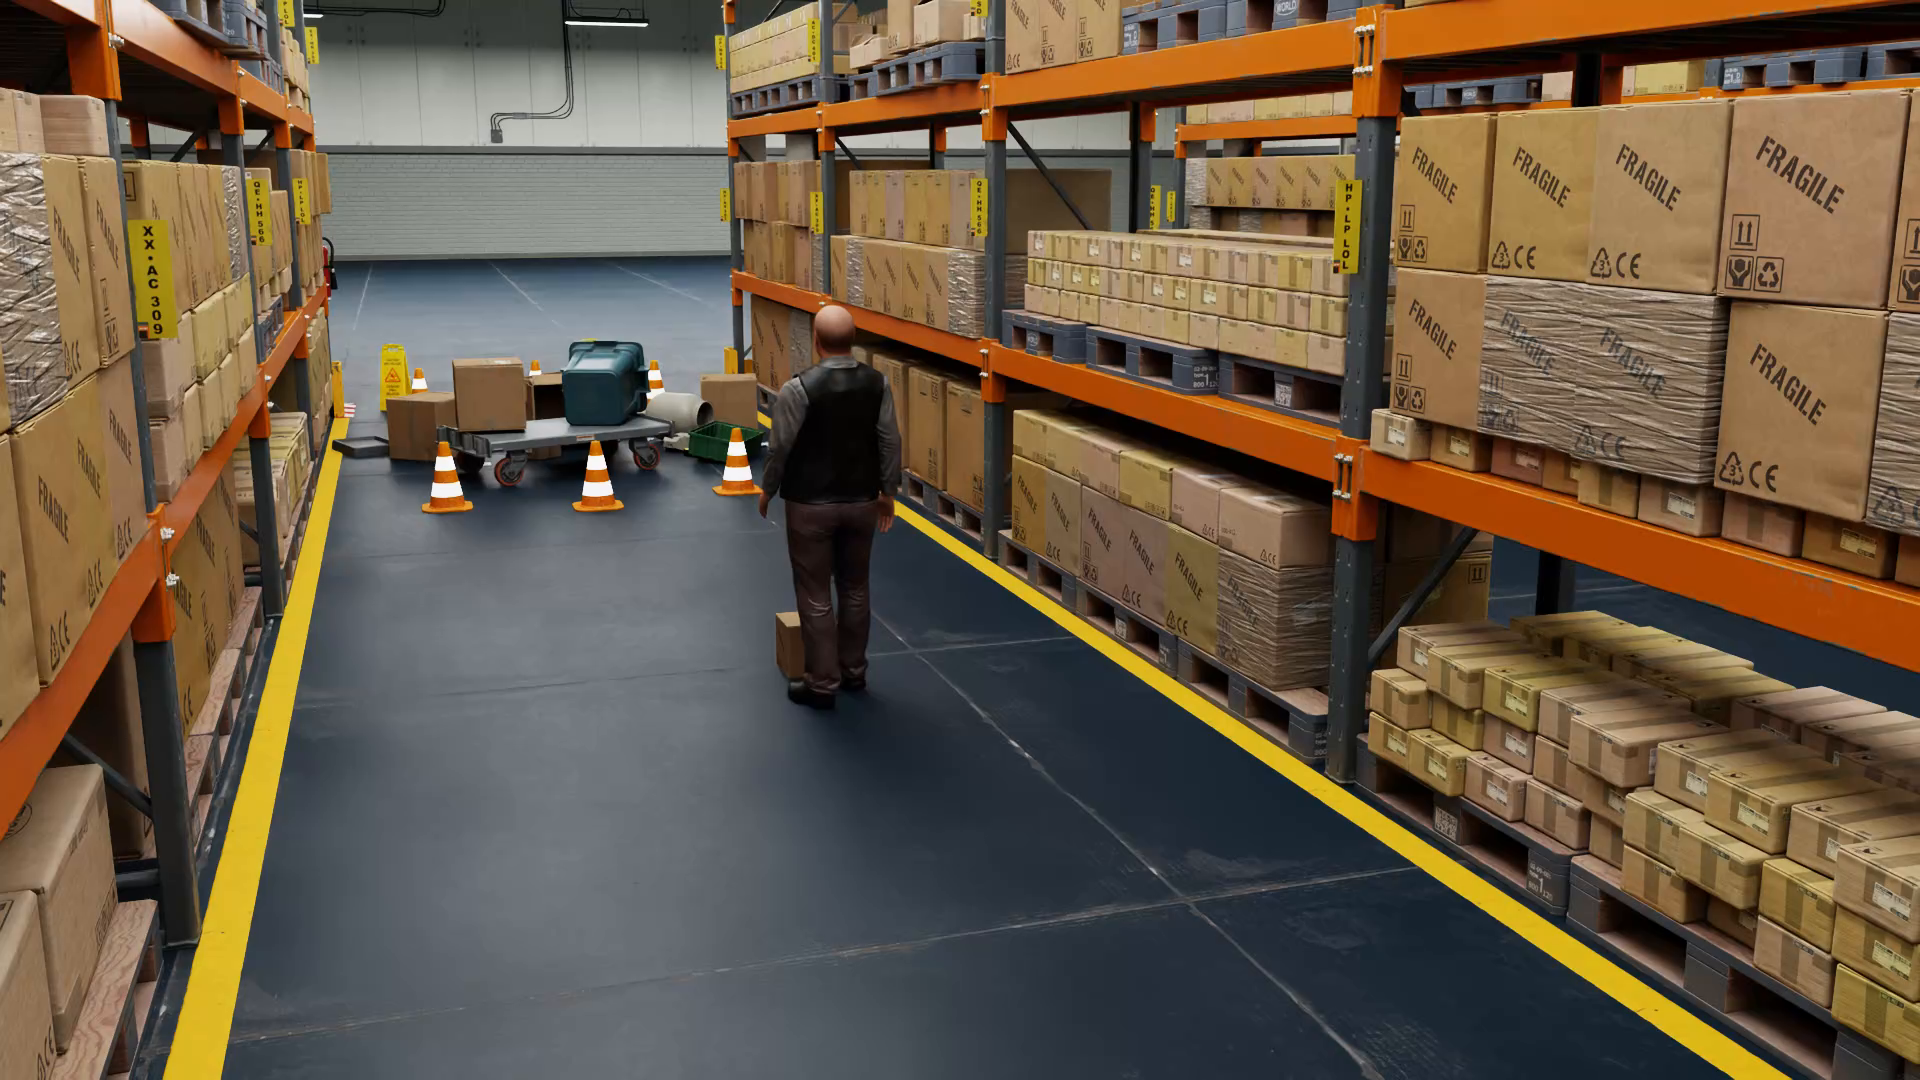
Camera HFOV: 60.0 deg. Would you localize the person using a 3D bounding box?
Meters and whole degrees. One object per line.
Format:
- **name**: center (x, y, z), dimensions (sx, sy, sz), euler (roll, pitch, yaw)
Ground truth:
- **person**: center (-0.590, -0.150, 7.217), dimensions (0.591, 1.740, 0.526), euler (-7, 14, -30)
